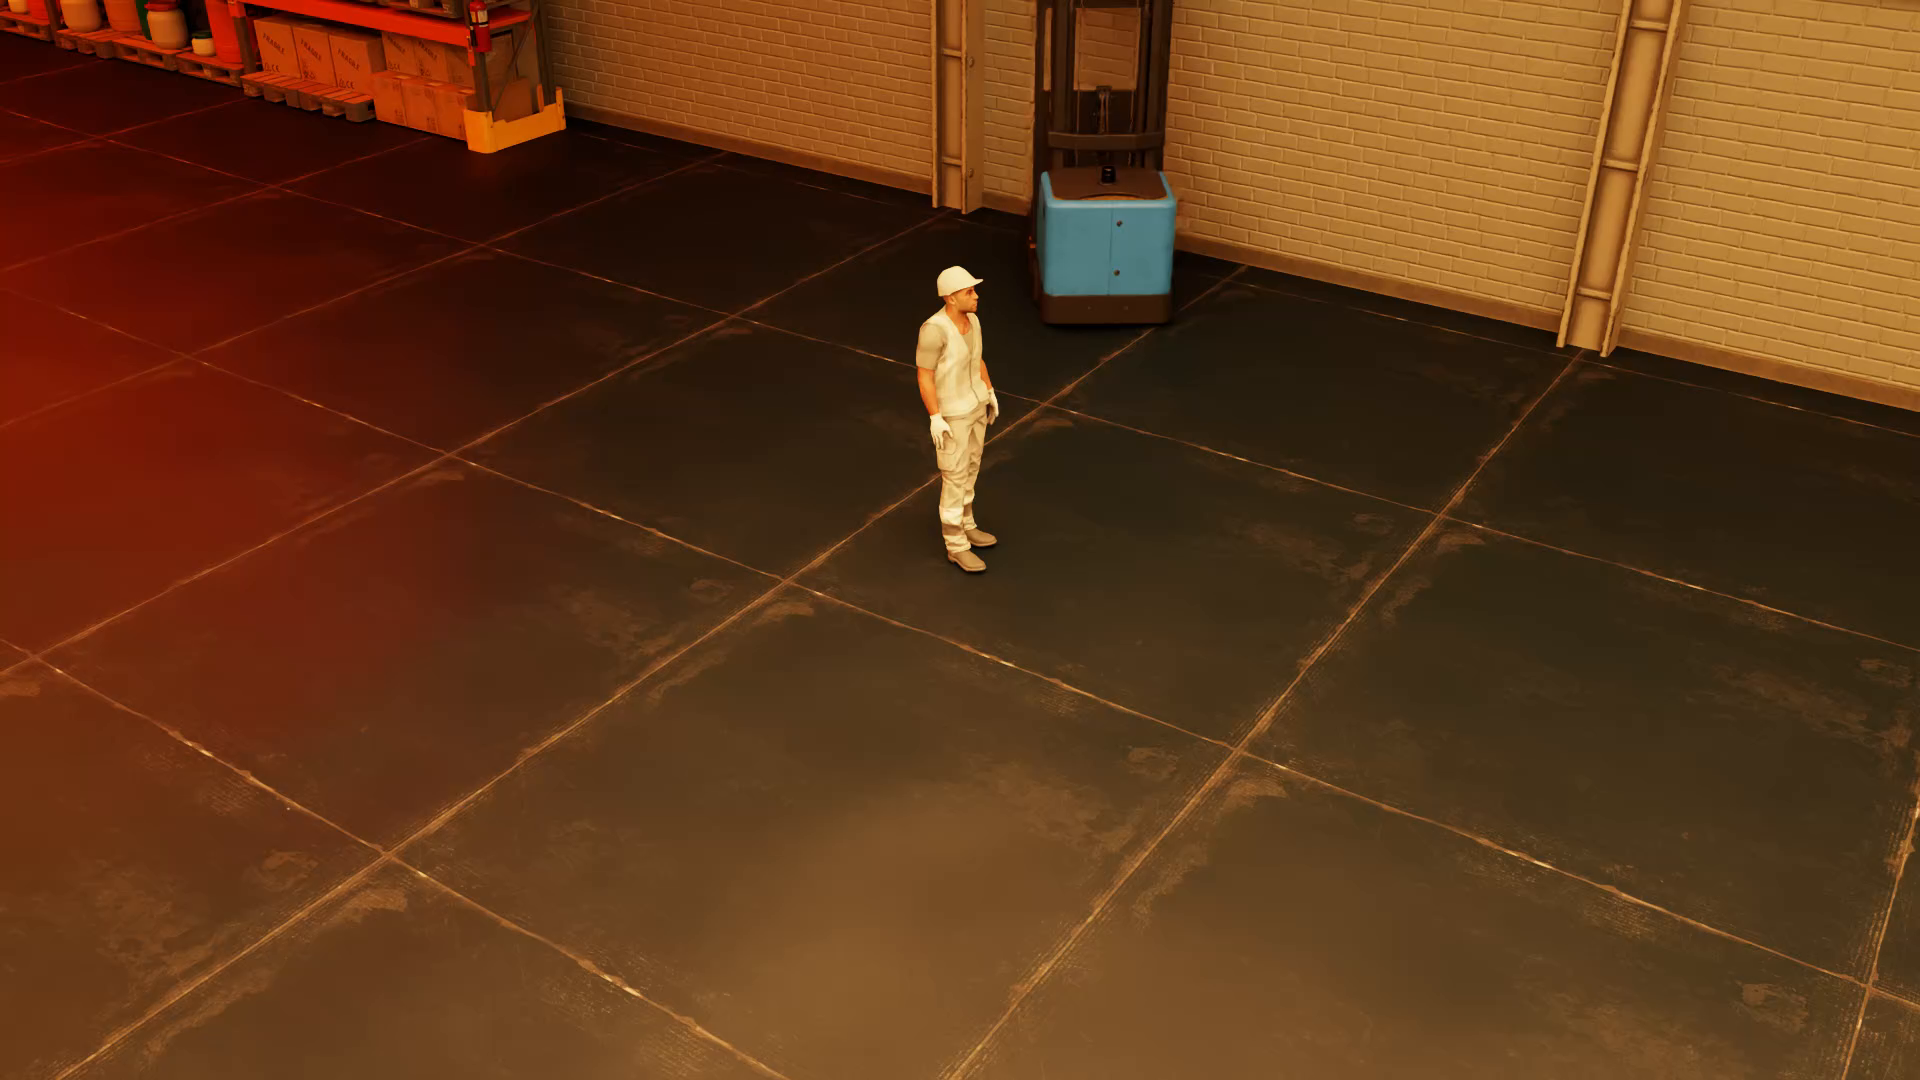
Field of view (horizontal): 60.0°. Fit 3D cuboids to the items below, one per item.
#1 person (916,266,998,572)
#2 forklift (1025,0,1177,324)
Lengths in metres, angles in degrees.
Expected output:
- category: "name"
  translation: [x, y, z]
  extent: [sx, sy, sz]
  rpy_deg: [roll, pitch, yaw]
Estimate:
- category: "person"
  translation: [0.059, -0.752, 9.999]
  extent: [0.564, 1.787, 0.637]
  rpy_deg: [19, 35, 29]
- category: "forklift"
  translation: [1.155, -3.702, 13.956]
  extent: [1.130, 2.935, 3.031]
  rpy_deg: [-1, 30, -1]
